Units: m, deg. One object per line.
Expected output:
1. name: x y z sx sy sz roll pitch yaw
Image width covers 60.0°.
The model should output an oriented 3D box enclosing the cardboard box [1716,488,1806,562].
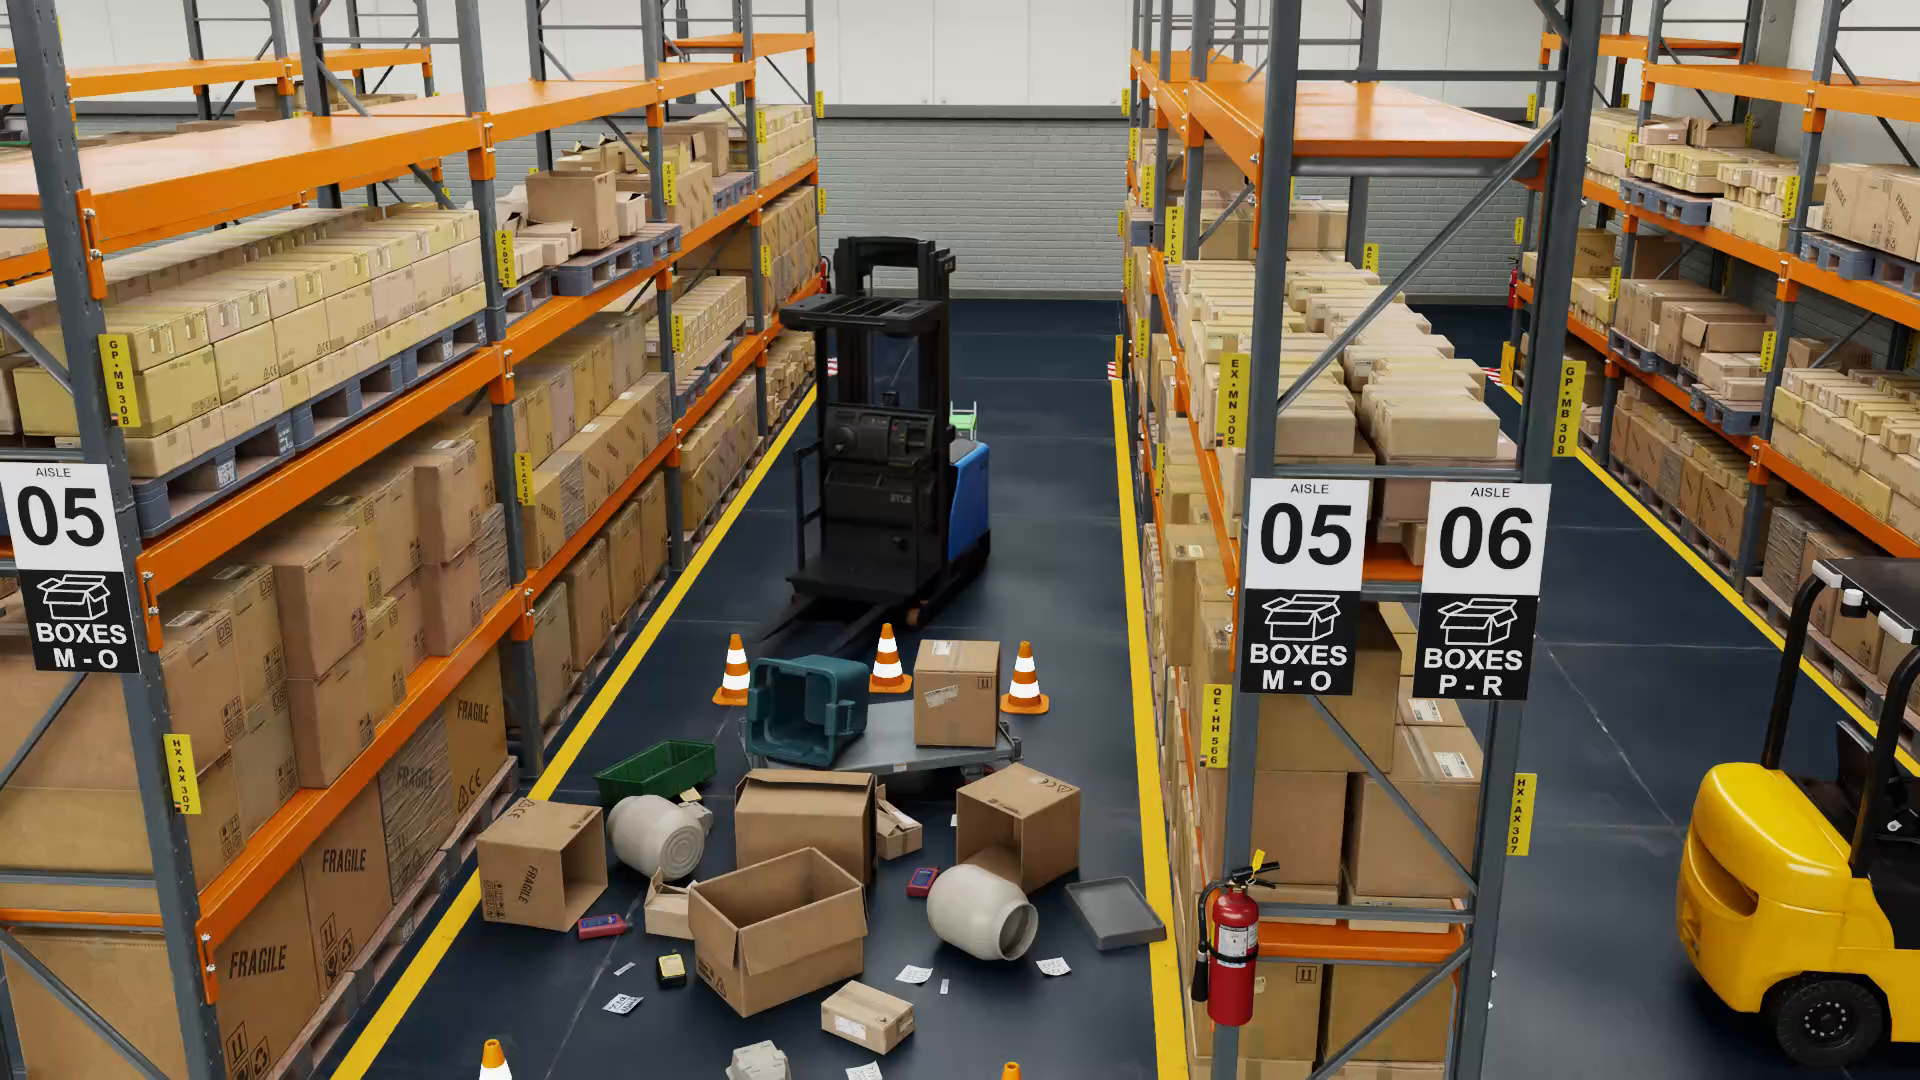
1. cardboard box: 6.817 -0.130 14.171 0.500 0.500 0.500 2 18 6

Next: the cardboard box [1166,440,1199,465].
1. cardboard box: 1.457 -0.224 8.872 0.700 0.500 0.500 1 18 4

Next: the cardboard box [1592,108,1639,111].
1. cardboard box: 7.821 -5.056 20.006 0.500 0.250 0.500 1 18 2

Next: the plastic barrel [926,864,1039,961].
1. plastic barrel: 0.115 1.941 8.645 0.512 0.421 0.421 17 25 41

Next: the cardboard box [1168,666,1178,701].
1. cardboard box: 1.383 0.807 9.464 0.380 0.149 0.250 2 18 5

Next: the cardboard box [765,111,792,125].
1. cardboard box: -2.175 -4.930 19.460 0.380 0.149 0.250 2 18 5

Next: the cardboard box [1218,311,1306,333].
1. cardboard box: 1.386 -0.960 7.667 0.380 0.149 0.250 2 18 5

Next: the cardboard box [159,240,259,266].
1. cardboard box: -3.636 -1.360 8.055 0.380 0.149 0.250 1 18 4

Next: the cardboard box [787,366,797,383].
1. cardboard box: -2.163 -1.984 19.914 0.380 0.149 0.250 1 18 4

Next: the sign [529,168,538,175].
1. sign: -3.435 -2.855 13.499 0.100 0.325 0.005 1 18 4

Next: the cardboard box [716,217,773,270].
1. cardboard box: -2.332 -3.212 17.992 0.500 0.500 0.500 2 18 5

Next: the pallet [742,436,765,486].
1. pallet: -2.662 -0.847 17.495 1.003 0.211 1.213 1 18 4

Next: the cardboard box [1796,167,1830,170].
1. cardboard box: 7.367 -3.093 14.176 0.380 0.149 0.250 1 18 4

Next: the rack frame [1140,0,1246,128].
1. rack frame: 2.337 -5.185 16.623 1.000 3.000 0.127 1 18 4

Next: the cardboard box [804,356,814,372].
1. cardboard box: -2.068 -2.250 21.205 0.380 0.149 0.250 2 18 6

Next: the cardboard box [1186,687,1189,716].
1. cardboard box: 1.330 0.836 8.284 0.380 0.149 0.250 1 18 4

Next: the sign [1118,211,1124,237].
1. sign: 2.071 -4.040 21.245 0.100 0.325 0.005 1 18 4

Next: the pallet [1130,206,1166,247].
1. pallet: 2.043 -2.629 13.942 1.213 0.211 1.003 2 18 6

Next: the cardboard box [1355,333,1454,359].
1. cardboard box: 1.902 -0.788 7.143 0.380 0.149 0.250 2 18 5

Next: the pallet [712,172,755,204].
1. pallet: -2.758 -3.560 16.783 1.213 0.211 1.003 1 18 4

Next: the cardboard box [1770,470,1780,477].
1. cardboard box: 7.333 -0.618 14.618 0.380 0.149 0.250 2 18 5

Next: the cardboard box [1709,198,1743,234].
1. cardboard box: 6.867 -2.813 14.441 0.500 0.250 0.500 1 18 4

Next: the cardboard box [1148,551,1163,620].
1. cardboard box: 1.955 0.362 12.875 0.950 0.372 0.625 1 18 3

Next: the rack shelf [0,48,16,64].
1. rack shelf: -12.344 -5.606 19.706 1.077 0.370 4.000 1 18 4

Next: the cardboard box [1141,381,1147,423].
1. cardboard box: 1.827 -1.184 14.286 0.500 0.250 0.500 1 18 2

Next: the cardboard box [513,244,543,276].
1. cardboard box: -2.859 -1.799 10.673 0.250 0.149 0.380 1 18 4

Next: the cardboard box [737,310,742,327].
1. cardboard box: -2.456 -2.285 17.136 0.380 0.149 0.250 1 18 4

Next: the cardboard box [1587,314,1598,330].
1. cardboard box: 7.051 -2.373 18.078 0.380 0.149 0.250 2 18 5

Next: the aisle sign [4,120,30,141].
1. aisle sign: -12.492 -5.173 22.045 0.394 0.787 0.004 1 18 4

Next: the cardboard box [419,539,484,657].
1. cardboard box: -3.212 0.286 9.319 0.875 0.550 0.550 1 18 4

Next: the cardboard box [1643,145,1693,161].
1. cardboard box: 6.881 -3.752 16.157 0.380 0.149 0.250 2 18 5

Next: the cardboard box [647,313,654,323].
1. cardboard box: -3.184 -2.115 16.140 0.380 0.149 0.250 1 18 3

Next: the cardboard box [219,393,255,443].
1. cardboard box: -3.087 -0.496 6.698 0.380 0.149 0.250 1 18 4

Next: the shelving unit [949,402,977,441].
1. shelving unit: 0.012 -0.622 15.220 0.258 1.200 0.503 1 18 4

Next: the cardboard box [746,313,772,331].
1. cardboard box: -2.261 -2.375 18.084 0.380 0.149 0.250 2 18 6

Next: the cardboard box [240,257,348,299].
1. cardboard box: -3.016 -1.190 7.534 0.380 0.149 0.250 2 18 5

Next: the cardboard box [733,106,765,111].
1. cardboard box: -2.607 -5.263 20.475 0.380 0.149 0.250 2 18 6

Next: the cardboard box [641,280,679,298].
1. cardboard box: -3.108 -2.578 17.073 0.380 0.149 0.250 2 18 5

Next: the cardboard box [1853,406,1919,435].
1. cardboard box: 6.603 -0.845 11.809 0.380 0.149 0.250 2 18 5

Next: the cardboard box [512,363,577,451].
1. cardboard box: -3.080 -0.923 11.482 0.700 0.500 0.500 1 18 4

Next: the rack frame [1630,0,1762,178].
1. rack frame: 7.288 -5.076 16.289 1.000 3.000 0.127 1 18 4

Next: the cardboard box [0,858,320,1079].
1. cardboard box: -3.485 1.911 7.337 0.875 0.875 0.875 1 18 4

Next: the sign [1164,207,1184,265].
1. sign: 1.210 -1.719 9.400 0.100 0.325 0.005 1 18 4

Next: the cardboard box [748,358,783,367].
1. cardboard box: -2.296 -2.053 19.645 0.380 0.149 0.250 1 18 2

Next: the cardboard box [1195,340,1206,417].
1. cardboard box: 1.348 -0.742 7.644 0.500 0.250 0.500 1 18 4

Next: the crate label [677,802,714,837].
1. crate label: -1.631 1.675 9.919 0.298 0.136 0.250 -13 22 -34

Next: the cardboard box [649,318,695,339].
1. cardboard box: -2.610 -1.915 15.051 0.380 0.149 0.250 1 18 2

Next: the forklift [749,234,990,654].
1. forklift: -0.719 -0.840 13.108 1.130 2.935 3.031 7 19 19

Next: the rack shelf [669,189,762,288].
1. rack shelf: -2.751 -2.876 15.548 1.077 0.370 4.000 1 18 4

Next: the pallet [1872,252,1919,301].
1. pallet: 6.965 -1.758 11.284 1.003 0.211 1.213 2 18 6

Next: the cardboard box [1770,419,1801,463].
1. cardboard box: 6.726 -0.779 13.051 0.500 0.250 0.500 1 18 4

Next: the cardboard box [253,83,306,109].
1. cardboard box: -7.474 -4.924 18.443 0.500 0.250 0.500 0 18 0

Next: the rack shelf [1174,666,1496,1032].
1. rack shelf: 1.620 1.113 8.191 1.077 0.370 4.000 1 18 4

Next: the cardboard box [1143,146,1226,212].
1. cardboard box: 1.932 -3.076 14.169 0.700 0.500 0.500 0 18 1

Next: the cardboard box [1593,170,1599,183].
1. cardboard box: 7.138 -3.967 18.125 0.380 0.149 0.250 2 18 6
